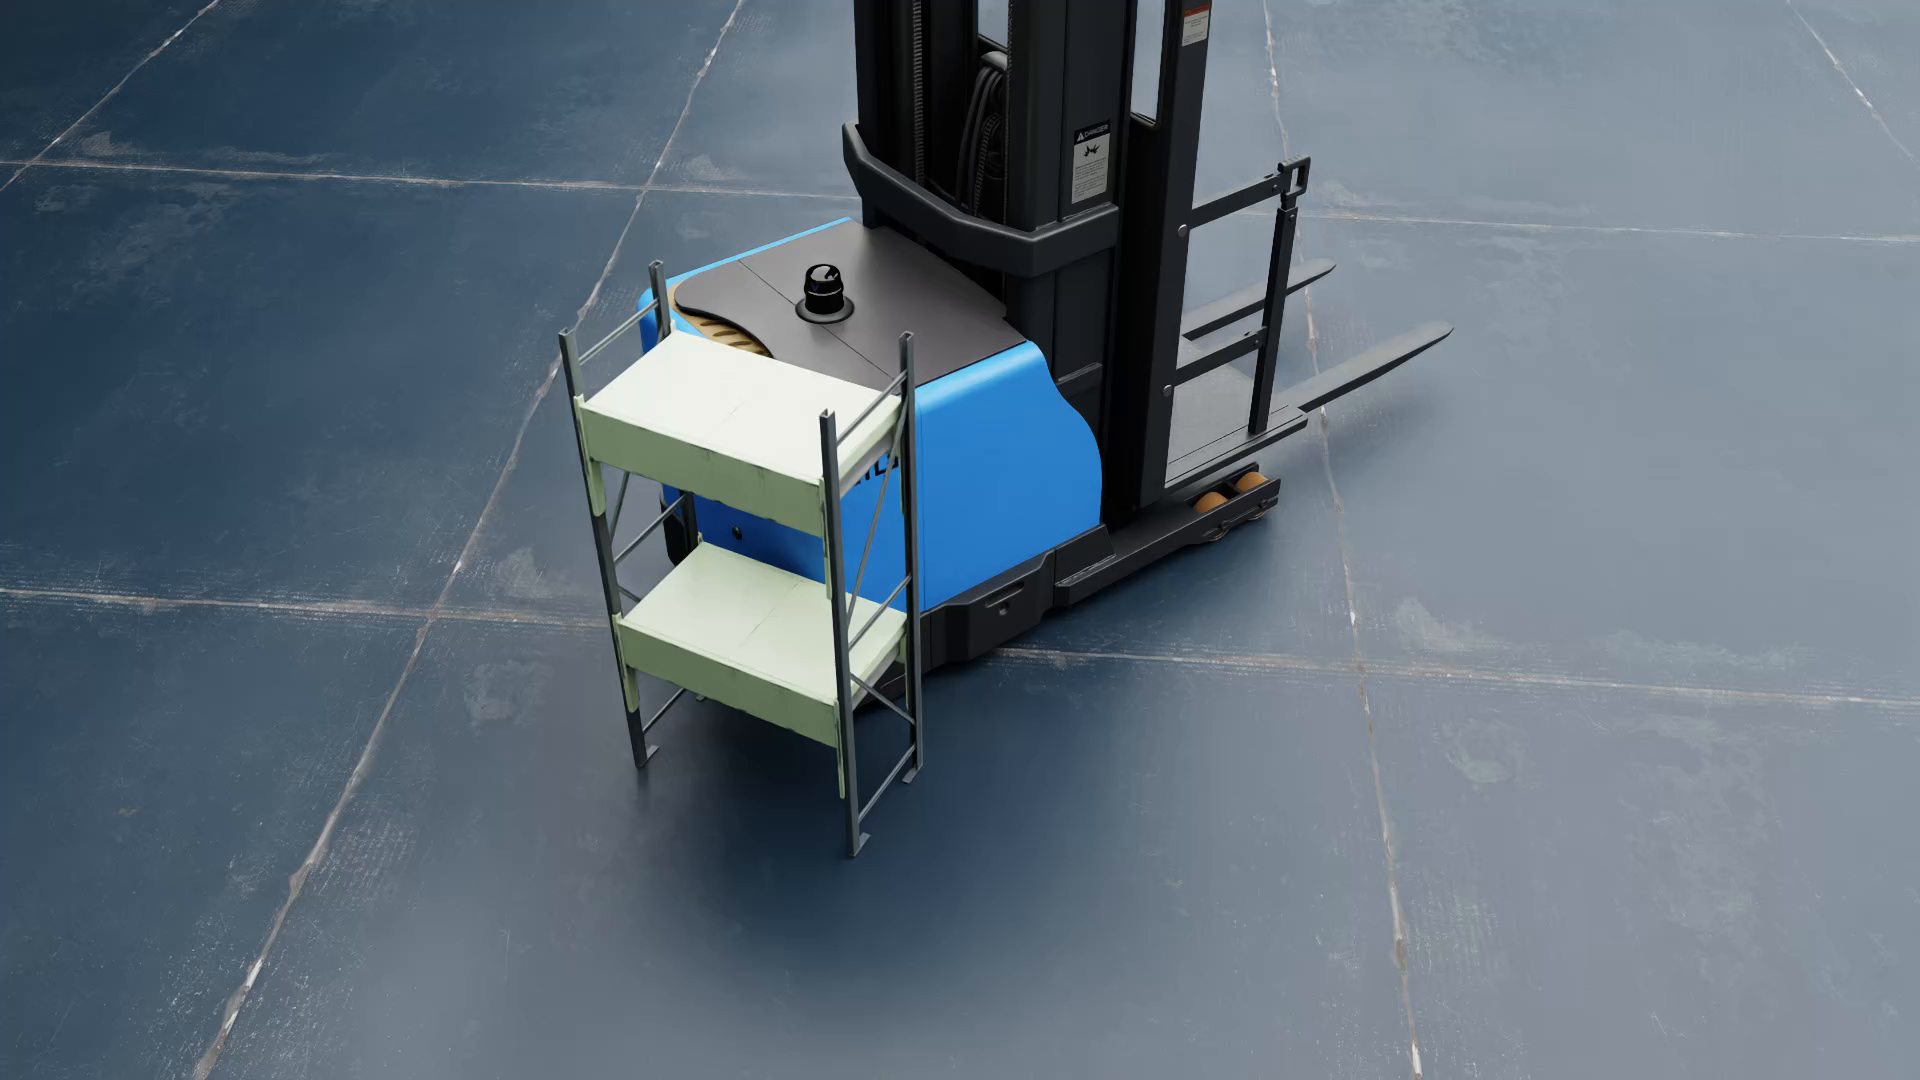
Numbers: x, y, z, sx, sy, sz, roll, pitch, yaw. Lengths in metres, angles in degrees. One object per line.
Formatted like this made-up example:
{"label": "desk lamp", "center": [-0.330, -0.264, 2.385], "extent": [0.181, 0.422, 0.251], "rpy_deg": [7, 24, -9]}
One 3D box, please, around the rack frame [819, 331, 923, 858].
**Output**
{"label": "rack frame", "center": [-0.213, 0.195, 4.323], "extent": [0.023, 1.500, 0.400], "rpy_deg": [18, 43, 21]}

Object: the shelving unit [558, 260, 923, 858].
{"label": "shelving unit", "center": [-0.537, 0.087, 4.455], "extent": [0.755, 1.500, 0.431], "rpy_deg": [18, 43, 21]}

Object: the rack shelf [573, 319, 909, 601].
{"label": "rack shelf", "center": [-0.537, -0.216, 4.209], "extent": [0.720, 0.370, 0.431], "rpy_deg": [18, 43, 21]}

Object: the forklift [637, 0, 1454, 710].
{"label": "forklift", "center": [0.498, -1.375, 5.117], "extent": [3.031, 2.935, 1.130], "rpy_deg": [-26, 46, -28]}

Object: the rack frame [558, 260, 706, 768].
{"label": "rack frame", "center": [-0.860, -0.021, 4.588], "extent": [0.023, 1.500, 0.400], "rpy_deg": [18, 43, 21]}

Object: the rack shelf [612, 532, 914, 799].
{"label": "rack shelf", "center": [-0.536, 0.340, 4.661], "extent": [0.720, 0.370, 0.431], "rpy_deg": [18, 43, 21]}
